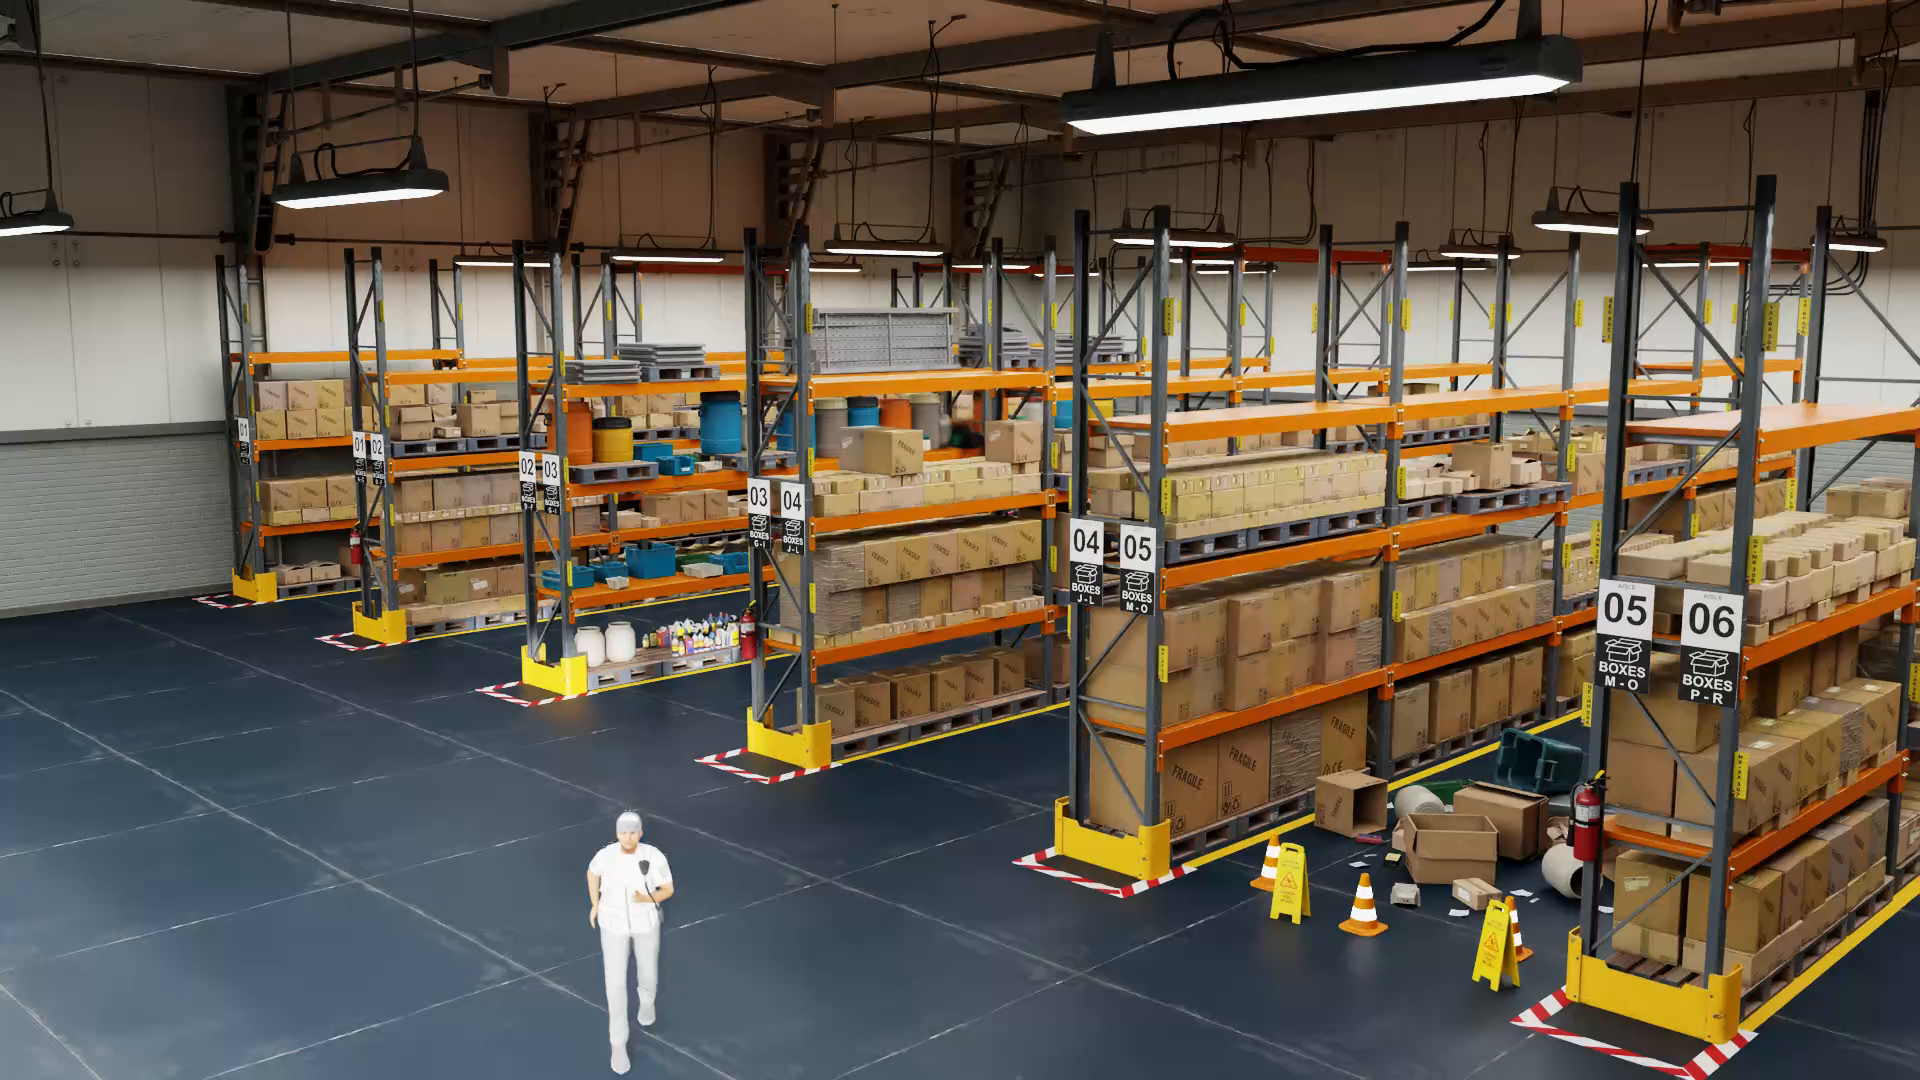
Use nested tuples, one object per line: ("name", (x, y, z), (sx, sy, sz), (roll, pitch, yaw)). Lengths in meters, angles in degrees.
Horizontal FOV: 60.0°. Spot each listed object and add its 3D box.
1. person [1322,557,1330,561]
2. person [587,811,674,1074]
("person", (5.010, 1.015, 23.300), (0.664, 1.728, 0.645), (7, 11, 42))
("person", (-2.281, 2.713, 11.540), (0.594, 1.680, 0.858), (-2, 8, -11))
